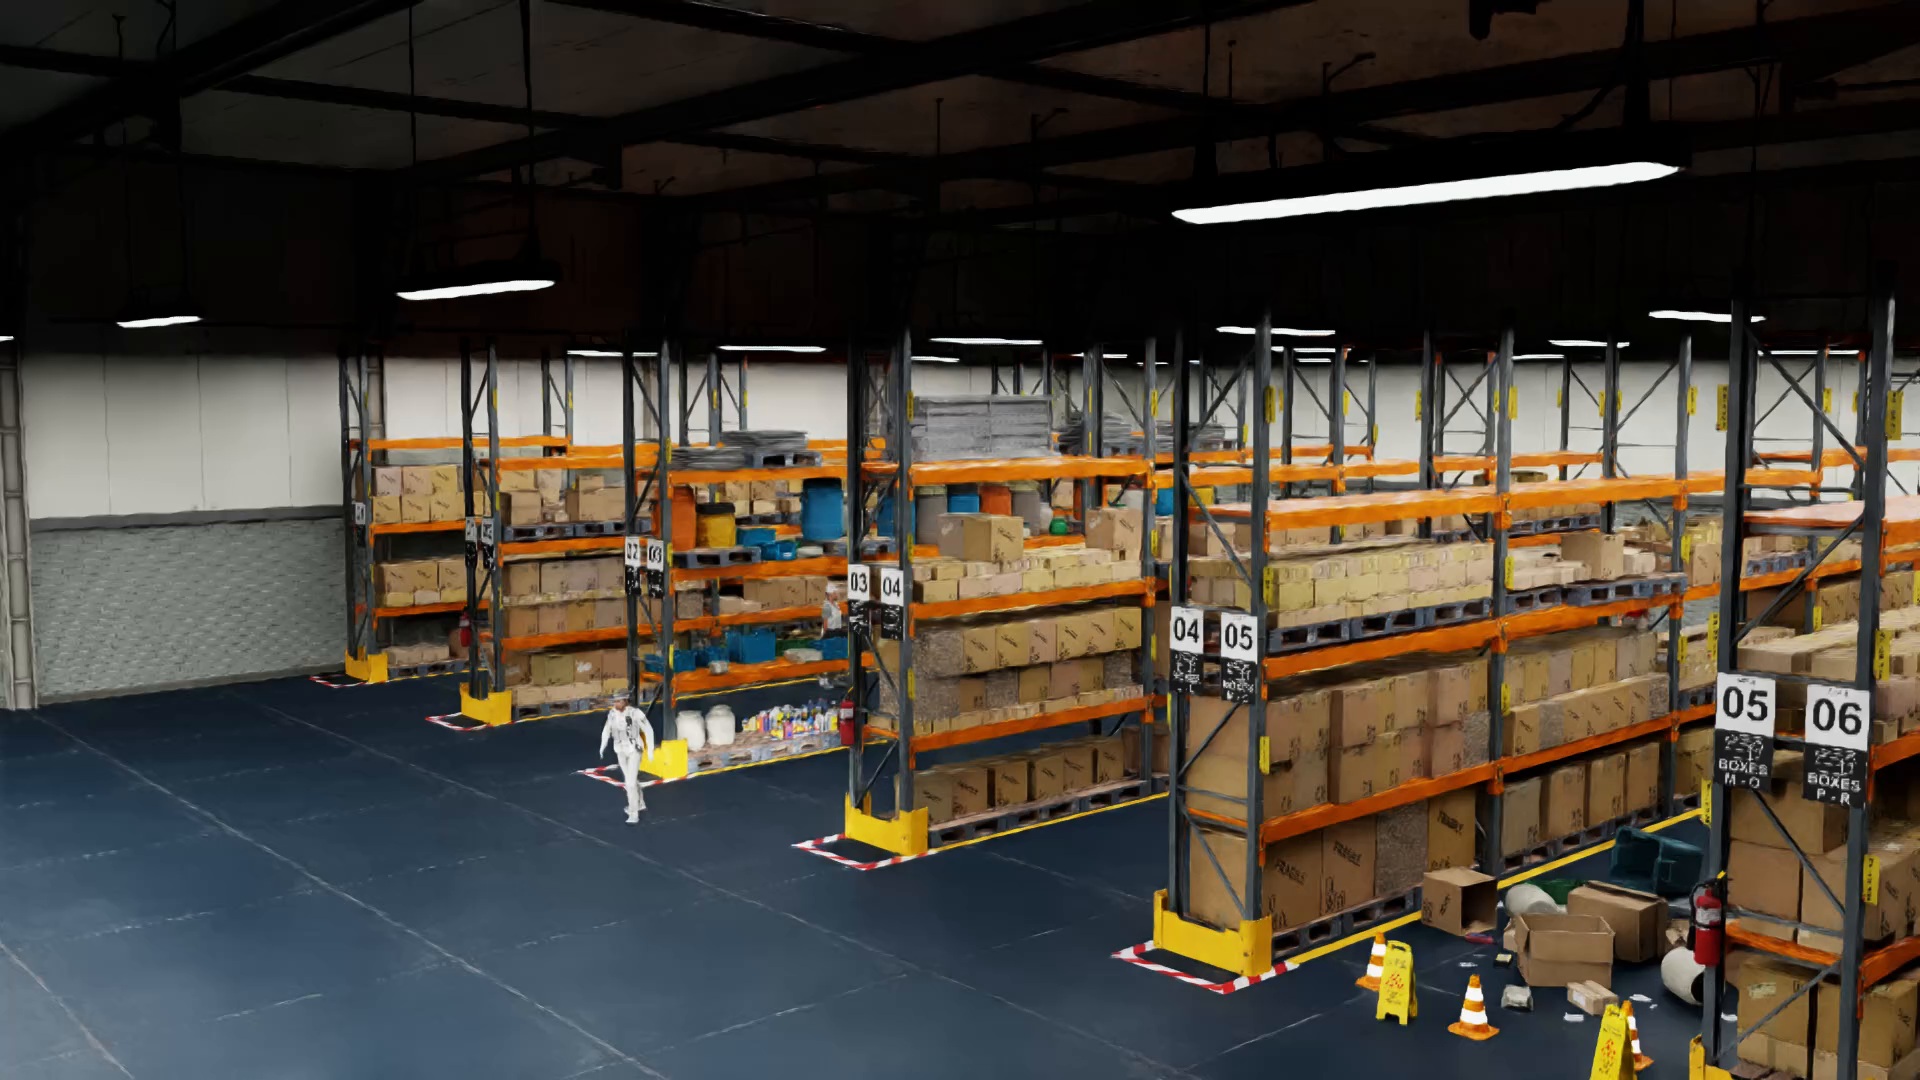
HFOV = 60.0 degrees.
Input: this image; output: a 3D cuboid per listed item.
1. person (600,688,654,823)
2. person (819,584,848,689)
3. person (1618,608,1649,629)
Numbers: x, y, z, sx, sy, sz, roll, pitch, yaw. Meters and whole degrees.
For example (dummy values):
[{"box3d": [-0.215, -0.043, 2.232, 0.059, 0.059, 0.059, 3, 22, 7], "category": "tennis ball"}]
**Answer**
[{"box3d": [-3.984, 2.557, 20.084, 0.635, 1.612, 0.786, 3, 6, 29], "category": "person"}, {"box3d": [-2.192, 1.665, 28.941, 0.443, 1.781, 0.600, 2, 5, 17], "category": "person"}, {"box3d": [12.638, 1.518, 31.251, 0.621, 1.691, 0.952, 2, 6, 22], "category": "person"}]
